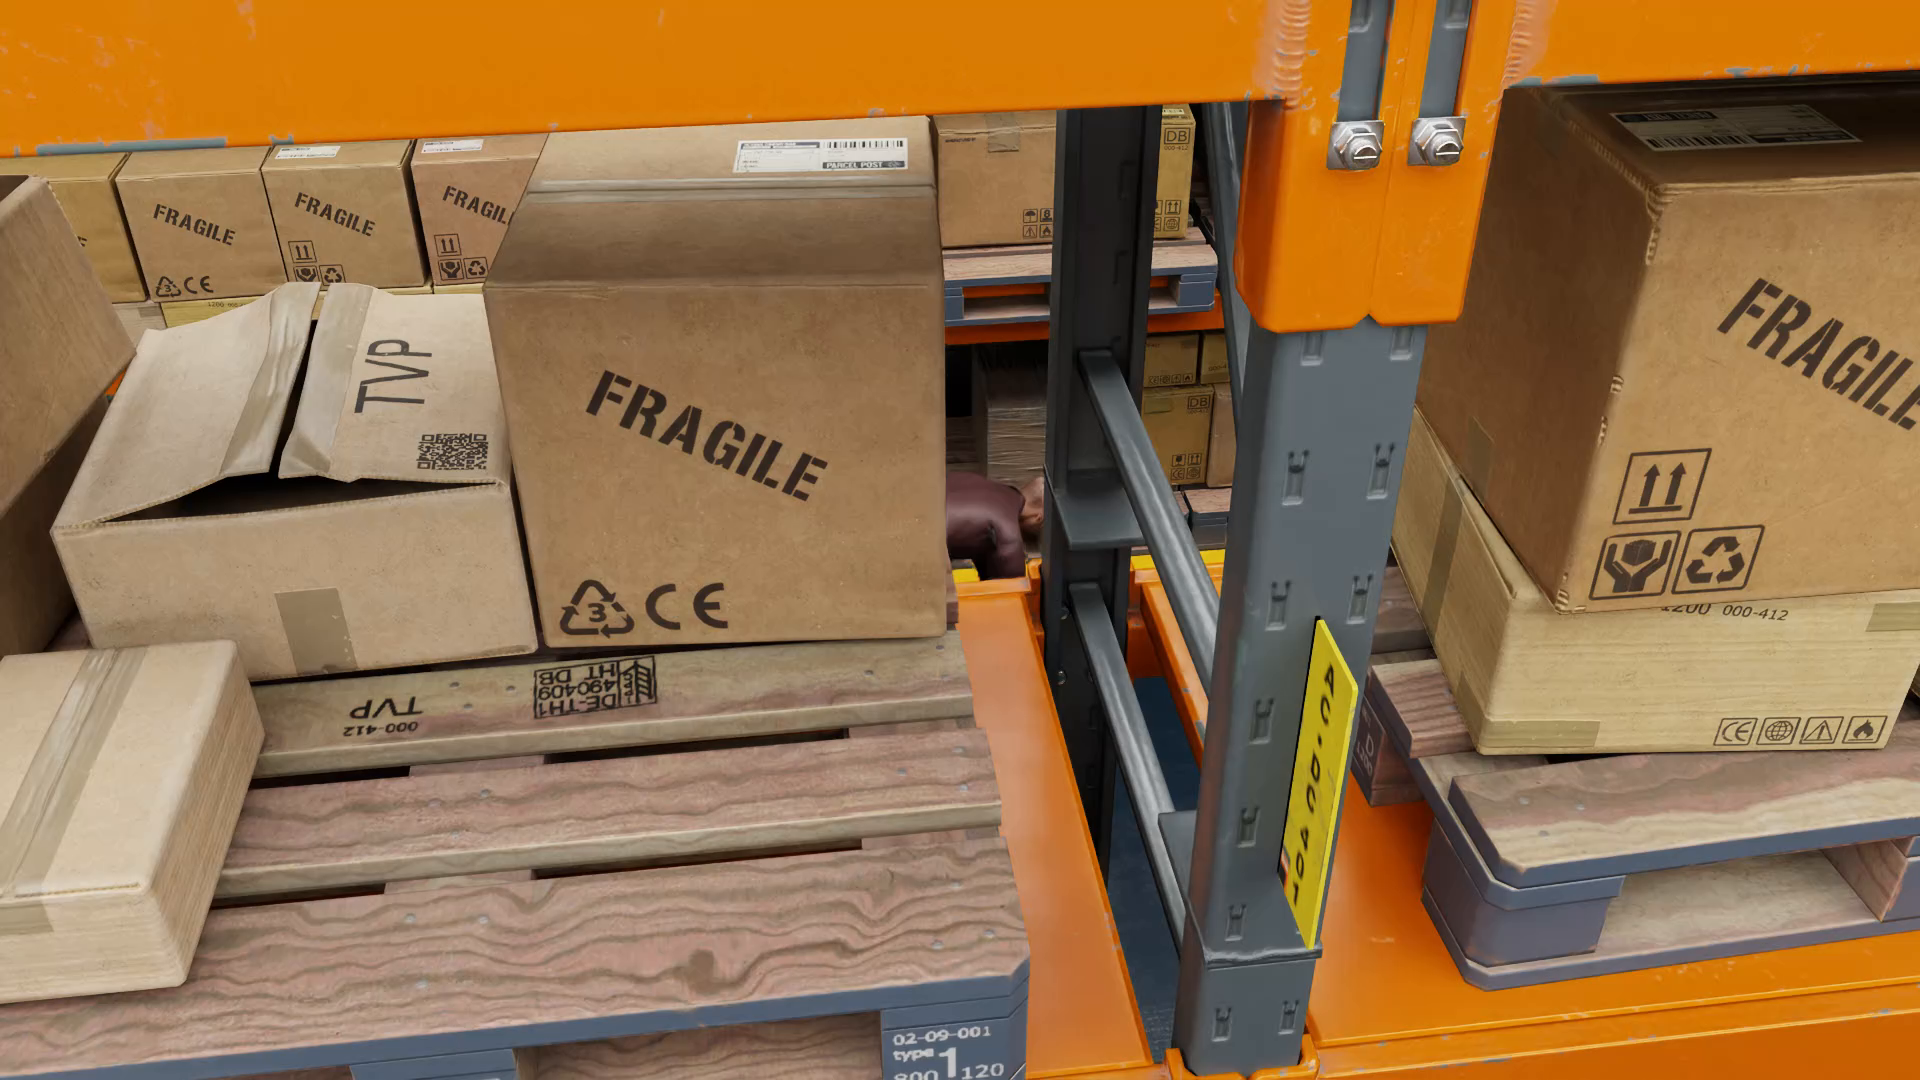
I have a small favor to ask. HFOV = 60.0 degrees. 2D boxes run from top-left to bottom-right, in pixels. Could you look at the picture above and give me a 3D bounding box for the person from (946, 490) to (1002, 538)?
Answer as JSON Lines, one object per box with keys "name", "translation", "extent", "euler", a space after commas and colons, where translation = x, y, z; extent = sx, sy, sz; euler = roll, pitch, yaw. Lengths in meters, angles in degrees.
{"name": "person", "translation": [-0.158, -0.024, 6.207], "extent": [0.563, 1.757, 0.530], "euler": [-11, 36, -16]}
